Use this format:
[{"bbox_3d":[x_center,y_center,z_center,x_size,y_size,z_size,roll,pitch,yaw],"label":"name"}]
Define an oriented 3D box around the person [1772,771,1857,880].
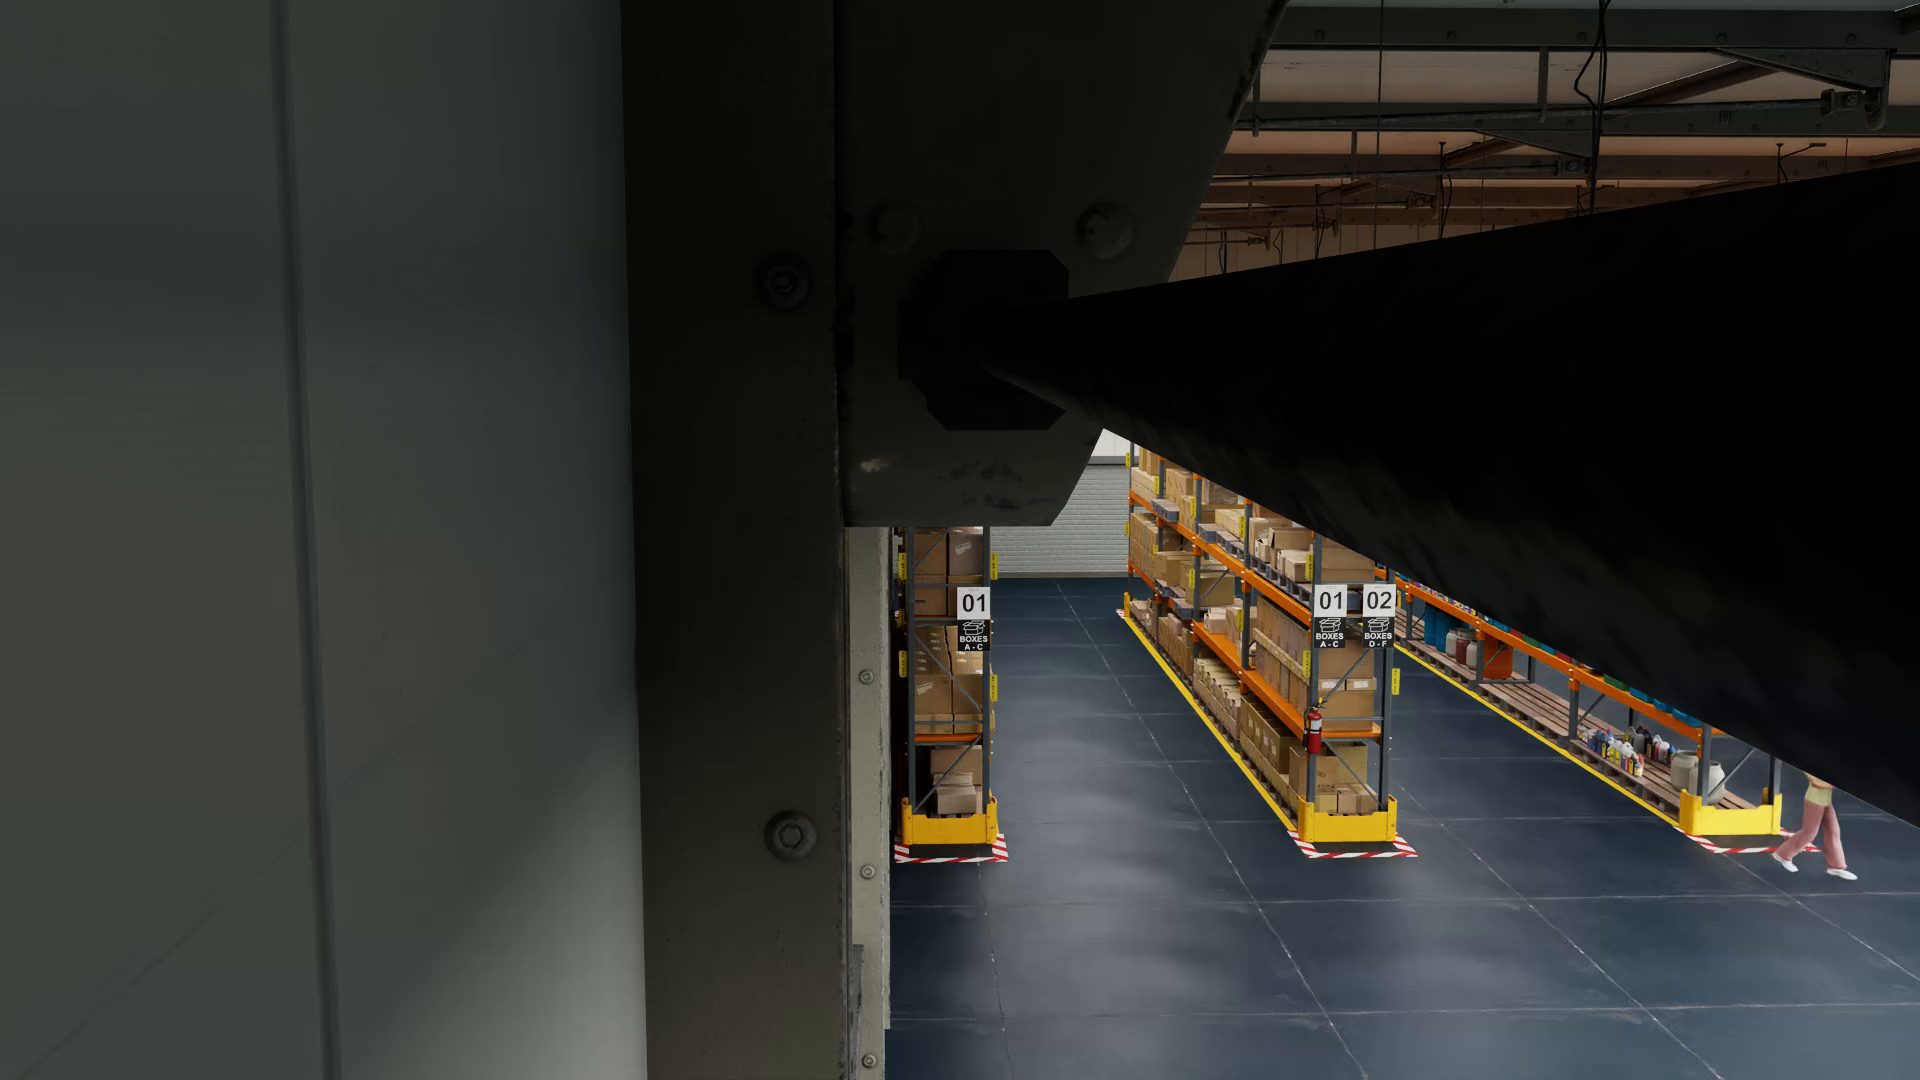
[{"bbox_3d":[9.868,3.032,19.114,0.879,1.661,0.588,6,9,37],"label":"person"}]
